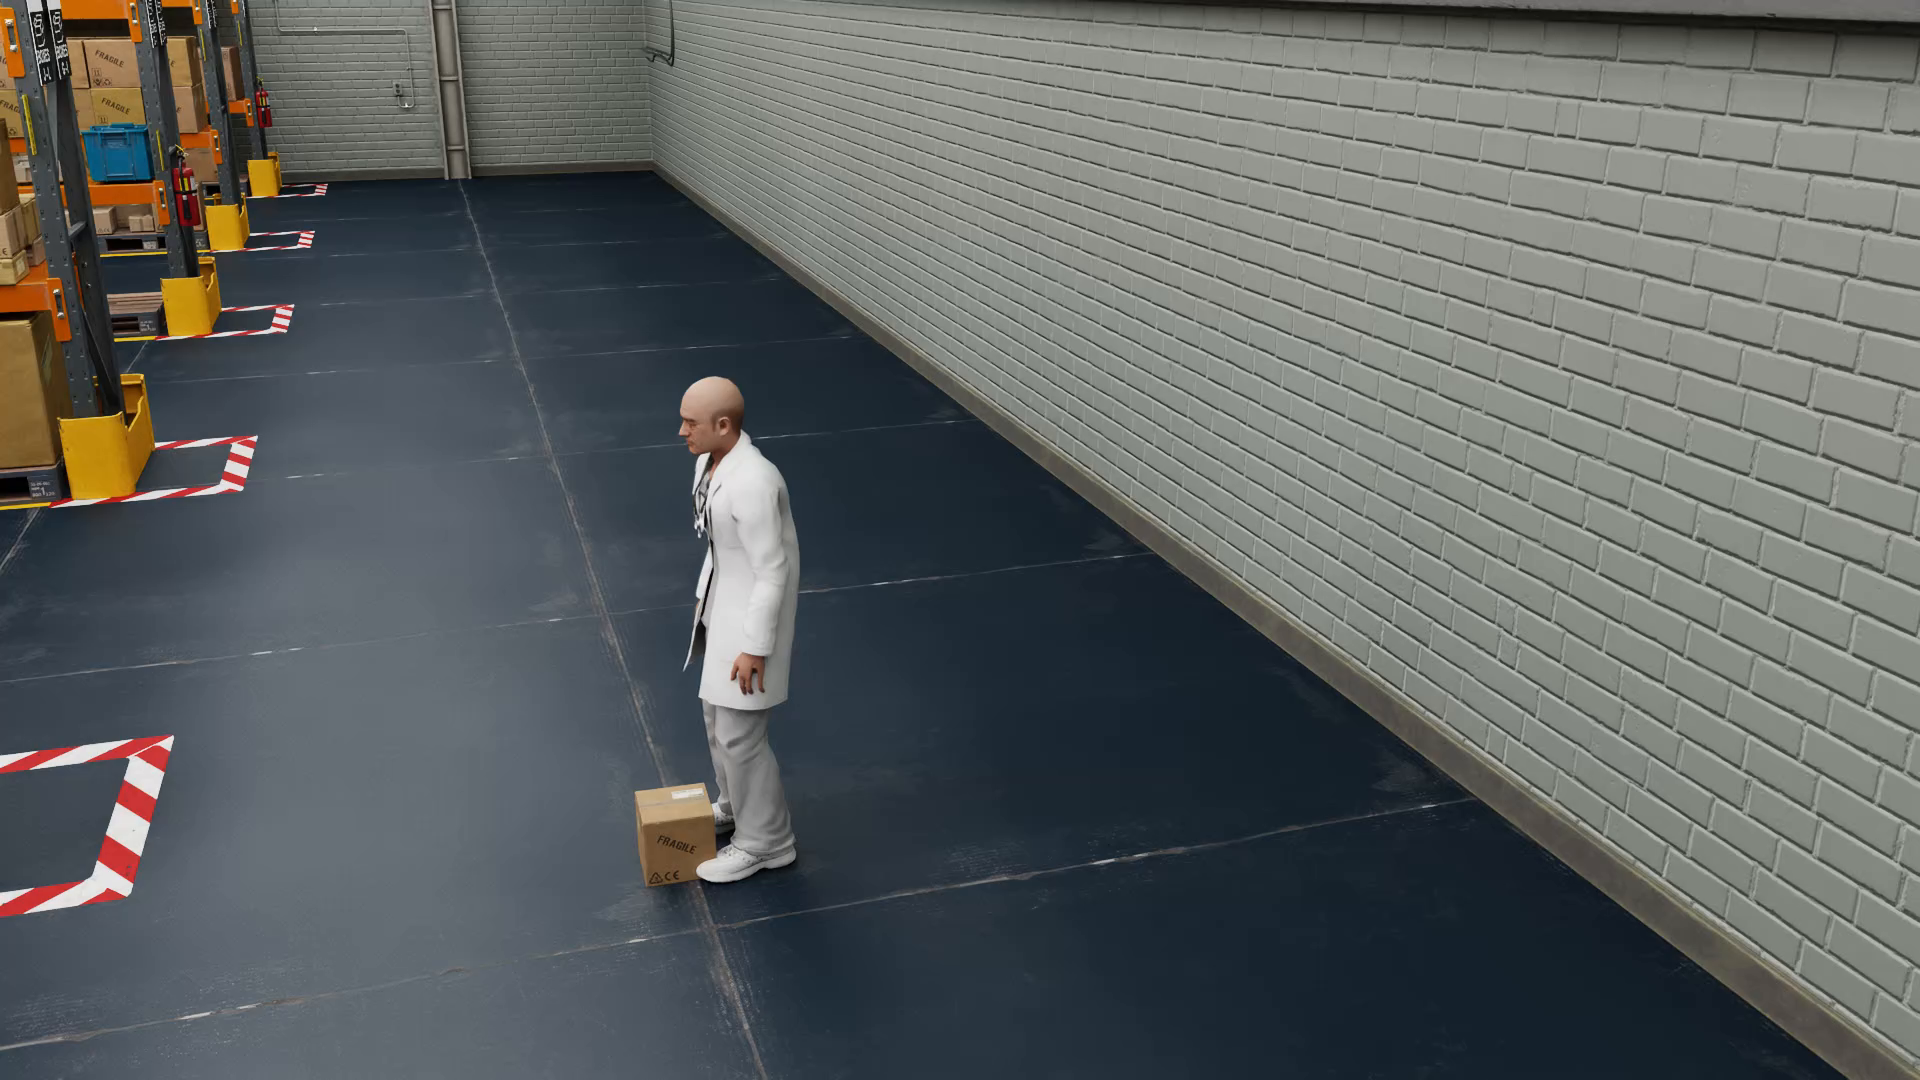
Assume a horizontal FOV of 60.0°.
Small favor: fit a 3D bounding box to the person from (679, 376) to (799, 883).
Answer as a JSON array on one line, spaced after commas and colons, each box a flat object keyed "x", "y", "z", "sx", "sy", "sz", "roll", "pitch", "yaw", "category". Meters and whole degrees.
[{"x": -0.769, "y": 0.299, "z": 5.718, "sx": 0.426, "sy": 1.773, "sz": 0.652, "roll": -7, "pitch": 20, "yaw": -20, "category": "person"}]
